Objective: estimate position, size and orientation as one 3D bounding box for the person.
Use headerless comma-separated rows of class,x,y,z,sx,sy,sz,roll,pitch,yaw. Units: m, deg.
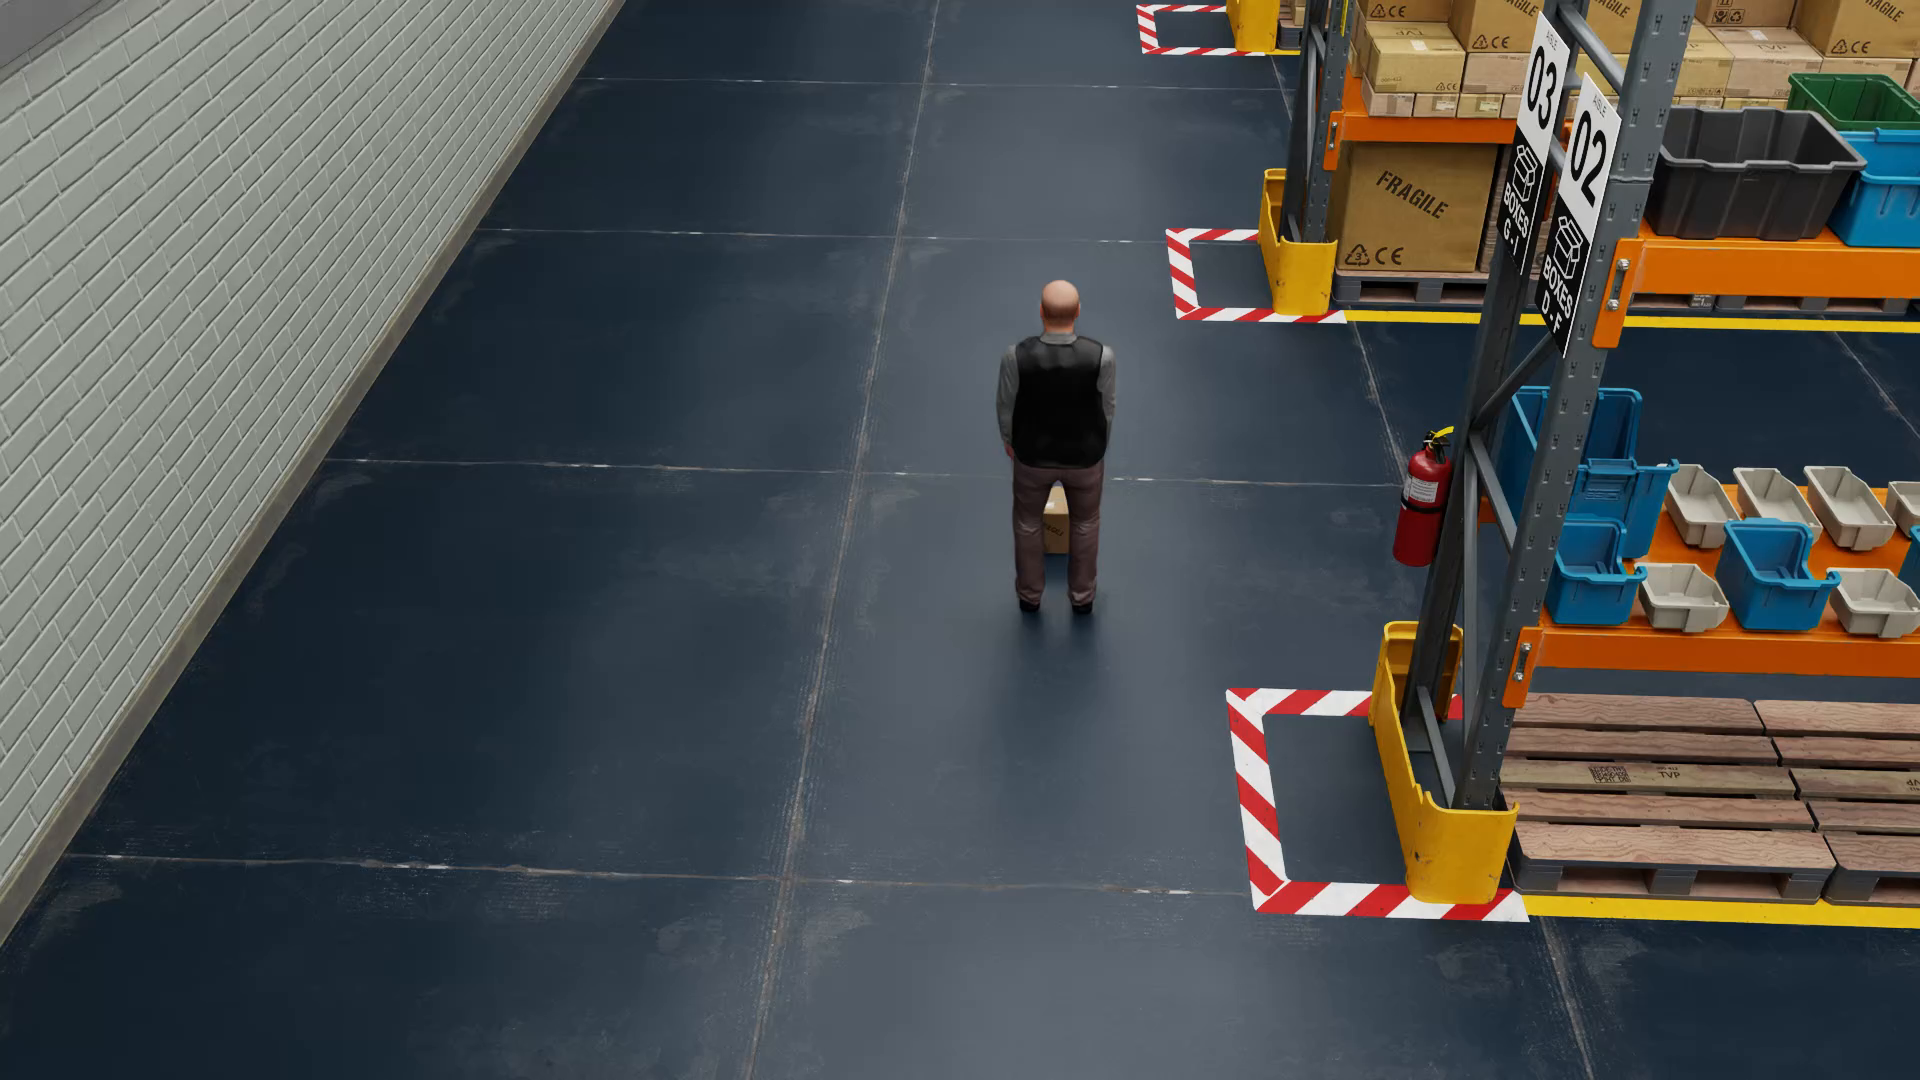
person,0.435,-0.401,7.730,0.546,1.697,0.385,2,36,3
